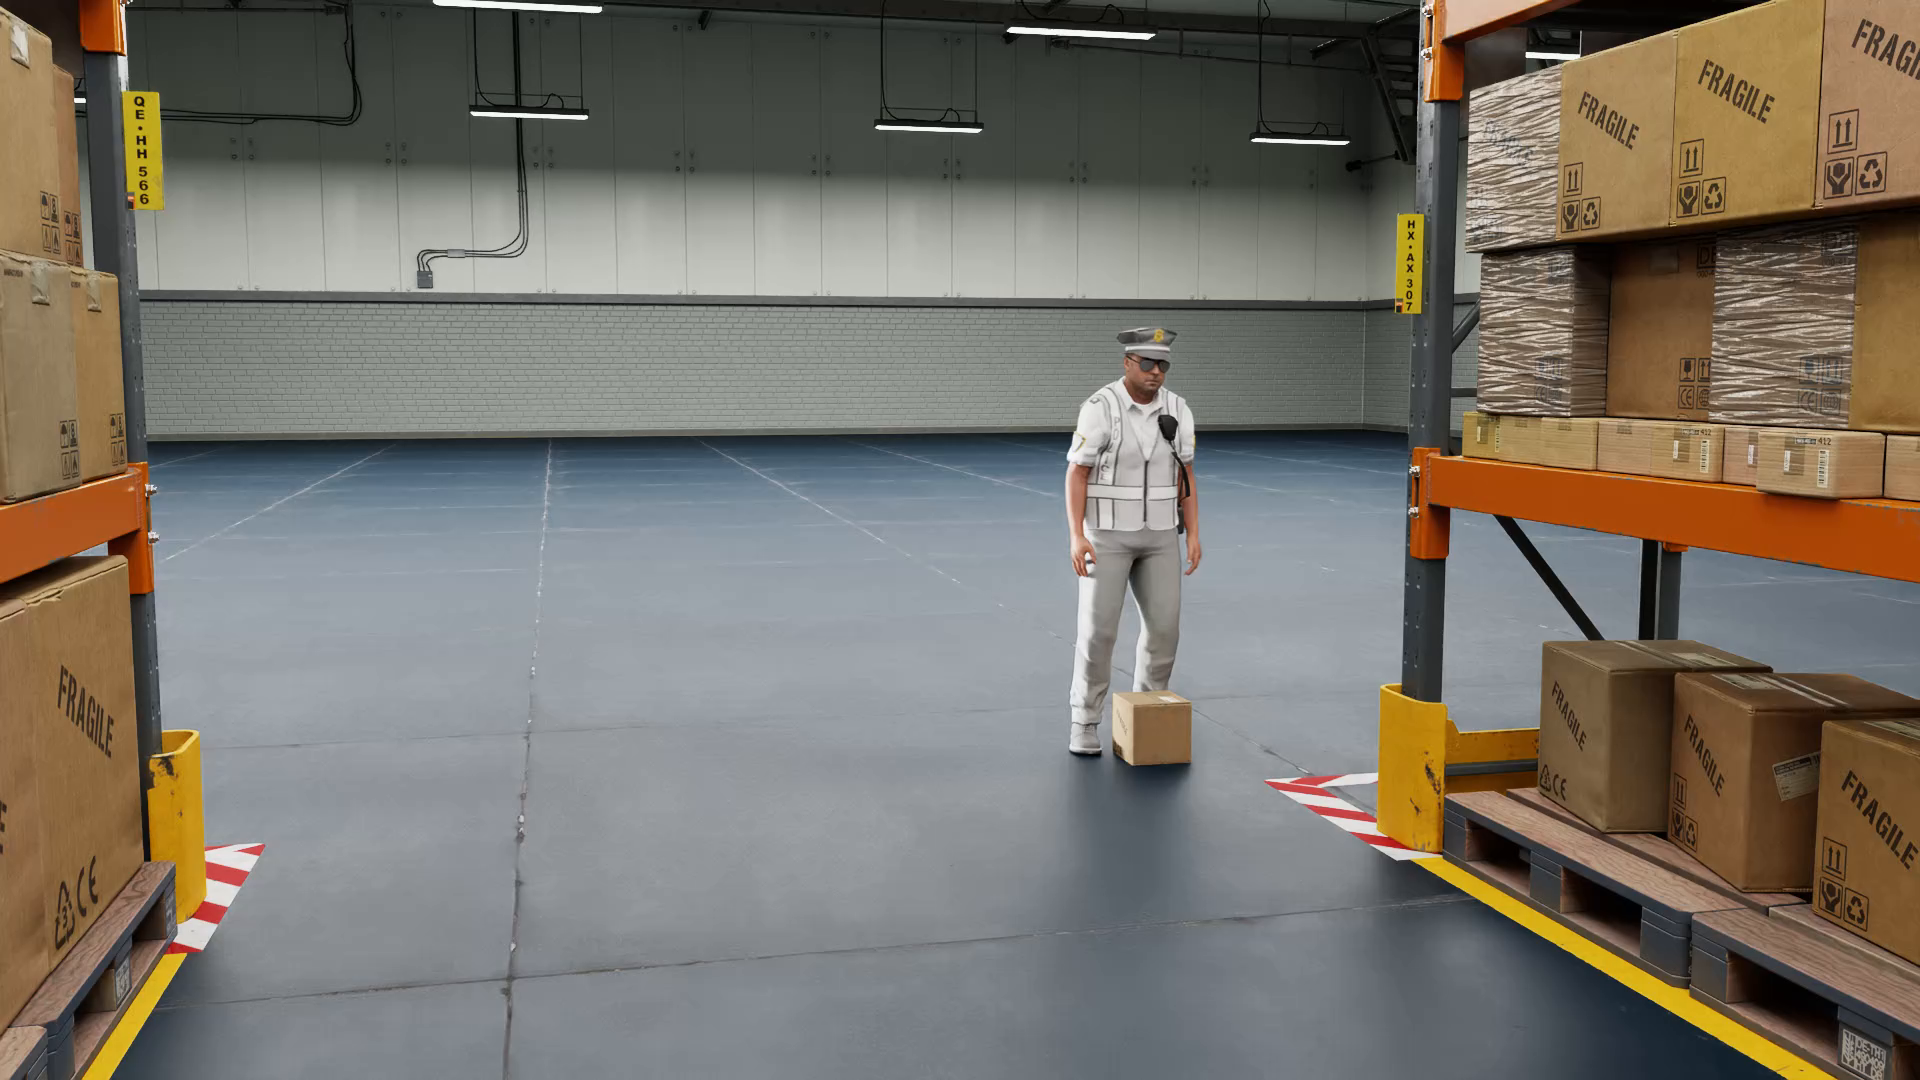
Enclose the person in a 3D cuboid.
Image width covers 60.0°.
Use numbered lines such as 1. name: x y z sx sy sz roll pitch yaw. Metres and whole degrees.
1. person: 0.717 -0.009 6.982 0.605 1.751 0.428 -2 6 -17
